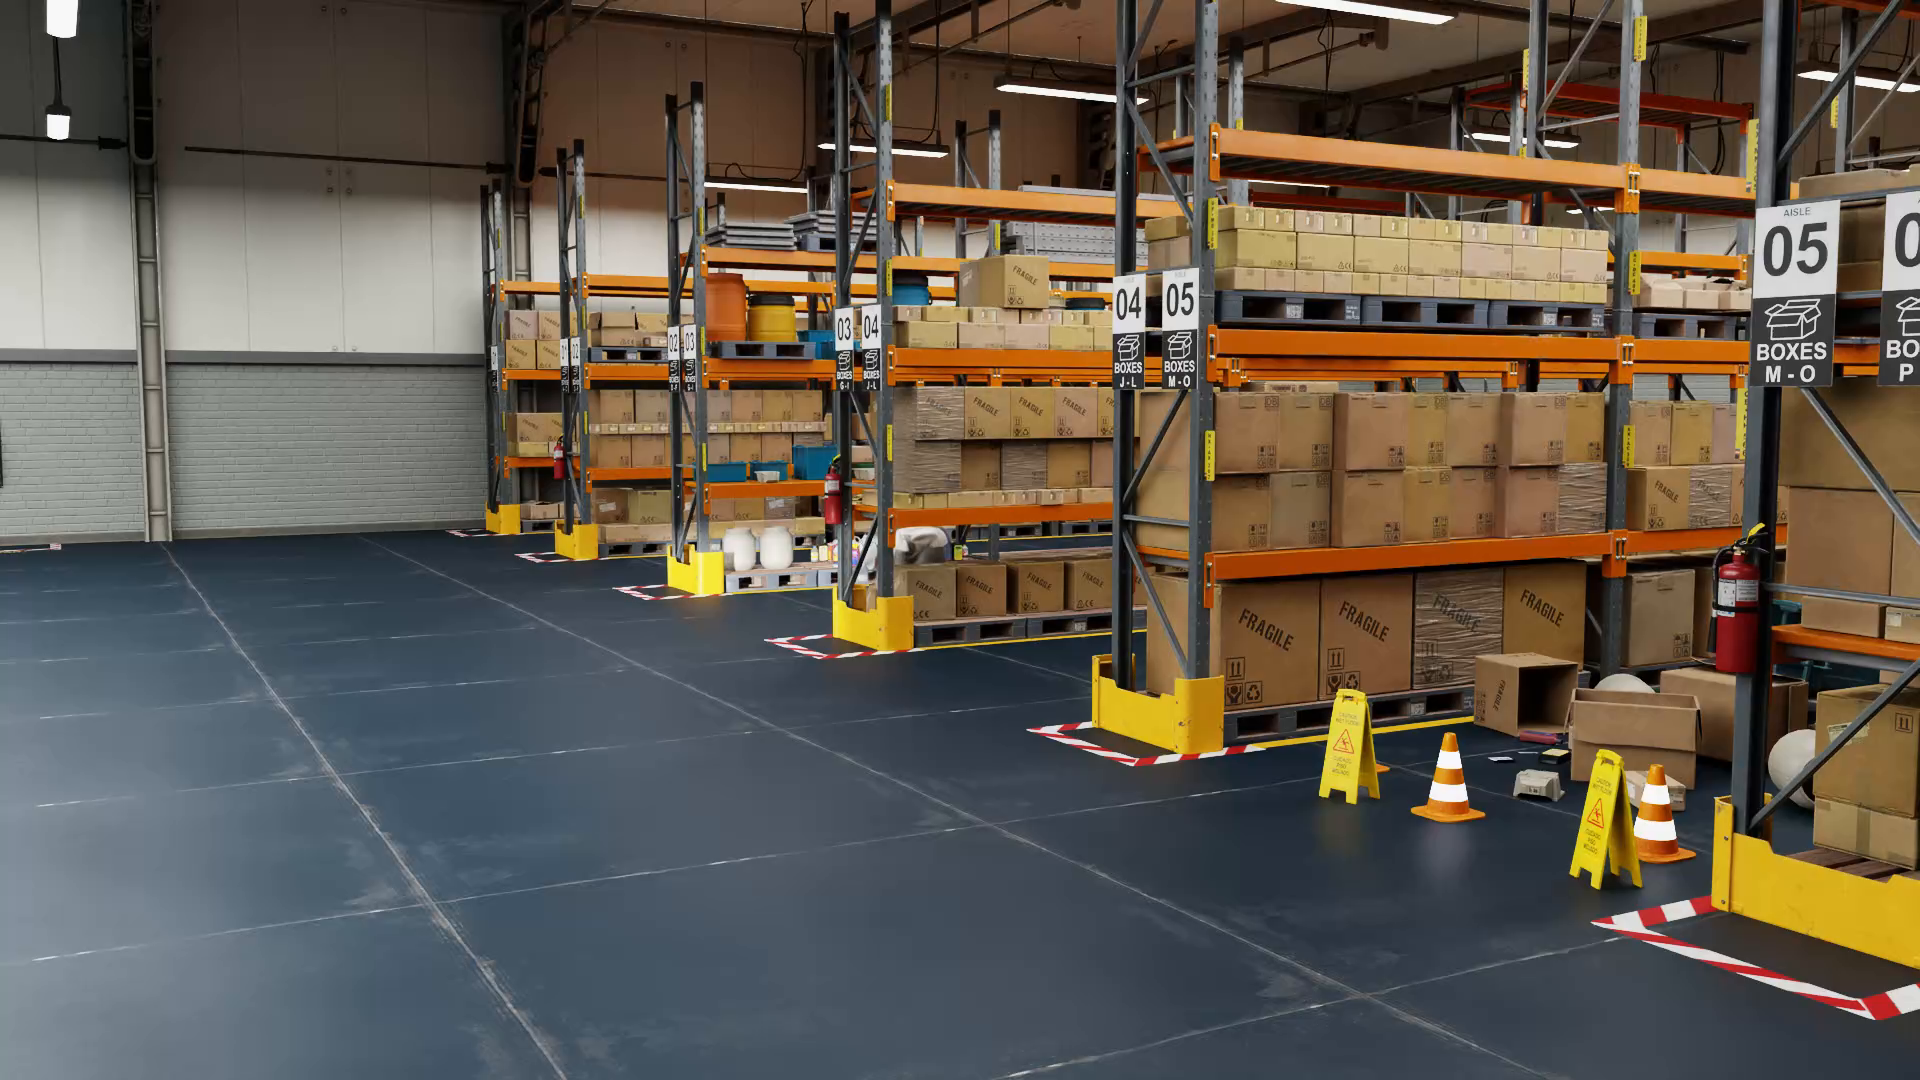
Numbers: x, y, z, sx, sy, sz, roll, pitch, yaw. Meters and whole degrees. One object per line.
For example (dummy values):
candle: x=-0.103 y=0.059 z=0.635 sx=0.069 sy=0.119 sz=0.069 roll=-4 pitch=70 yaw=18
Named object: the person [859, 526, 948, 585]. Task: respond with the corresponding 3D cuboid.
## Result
person: x=-0.608 y=0.337 z=17.511 sx=1.002 sy=1.028 sz=0.479 roll=-3 pitch=6 yaw=-33
